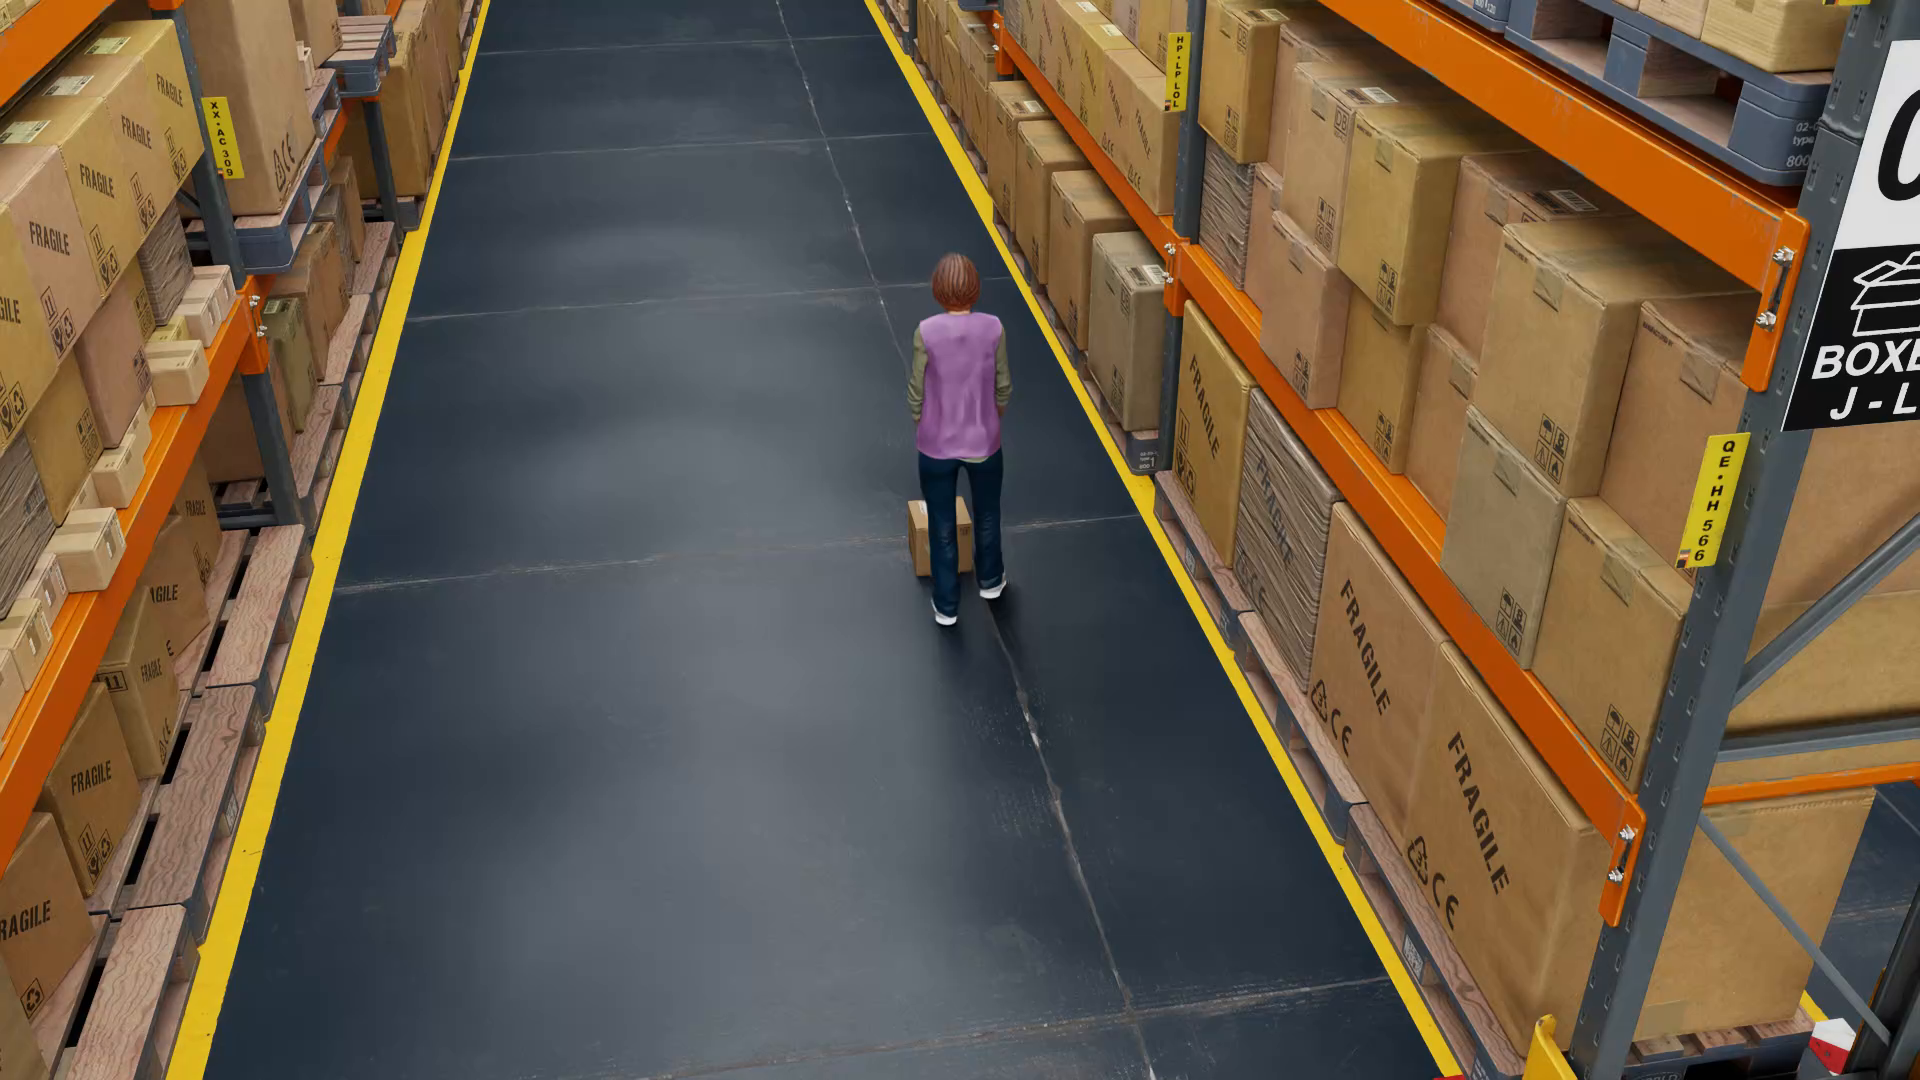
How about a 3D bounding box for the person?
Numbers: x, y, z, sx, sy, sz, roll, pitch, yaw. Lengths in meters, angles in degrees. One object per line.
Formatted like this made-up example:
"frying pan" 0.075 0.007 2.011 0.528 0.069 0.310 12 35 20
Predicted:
"person" 0.008 -0.395 6.803 0.452 1.581 0.453 -5 32 -9
